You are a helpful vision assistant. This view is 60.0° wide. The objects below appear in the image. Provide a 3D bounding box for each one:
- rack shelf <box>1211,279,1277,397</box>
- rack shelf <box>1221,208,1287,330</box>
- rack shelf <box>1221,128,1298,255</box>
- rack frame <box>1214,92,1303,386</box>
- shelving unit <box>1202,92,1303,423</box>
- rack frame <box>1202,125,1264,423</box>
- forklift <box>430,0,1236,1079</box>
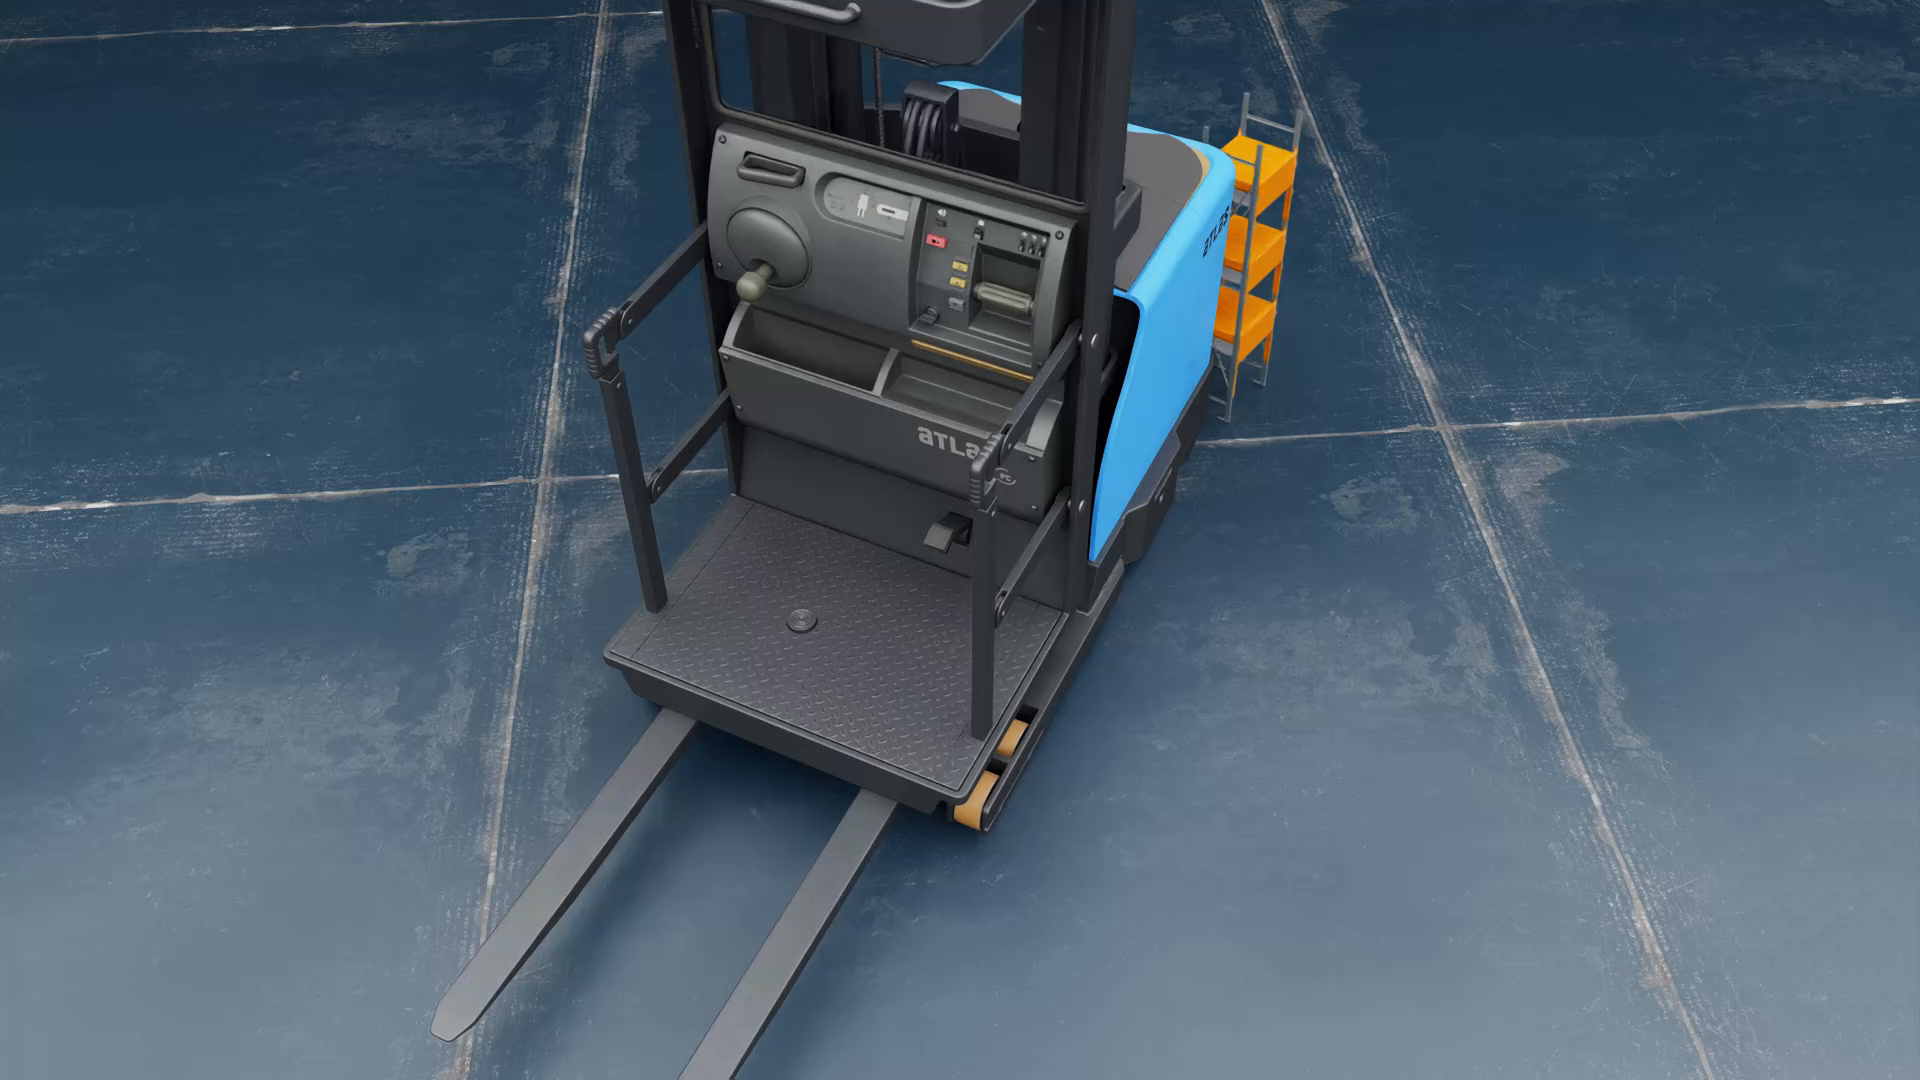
[{"bbox_3d":[0.895,-0.675,5.551,0.215,0.259,0.240,26,50,26],"label":"rack shelf"},{"bbox_3d":[0.890,-0.877,5.360,0.215,0.259,0.240,26,50,26],"label":"rack shelf"},{"bbox_3d":[0.886,-1.083,5.165,0.215,0.259,0.240,26,50,26],"label":"rack shelf"},{"bbox_3d":[0.963,-0.953,5.423,0.200,1.050,0.008,26,50,26],"label":"rack frame"},{"bbox_3d":[0.890,-0.885,5.353,0.215,1.050,0.252,26,50,26],"label":"shelving unit"},{"bbox_3d":[0.818,-0.816,5.283,0.200,1.050,0.008,26,50,26],"label":"rack frame"},{"bbox_3d":[-0.274,-0.596,3.796,1.130,2.935,3.031,19,50,17],"label":"forklift"}]
